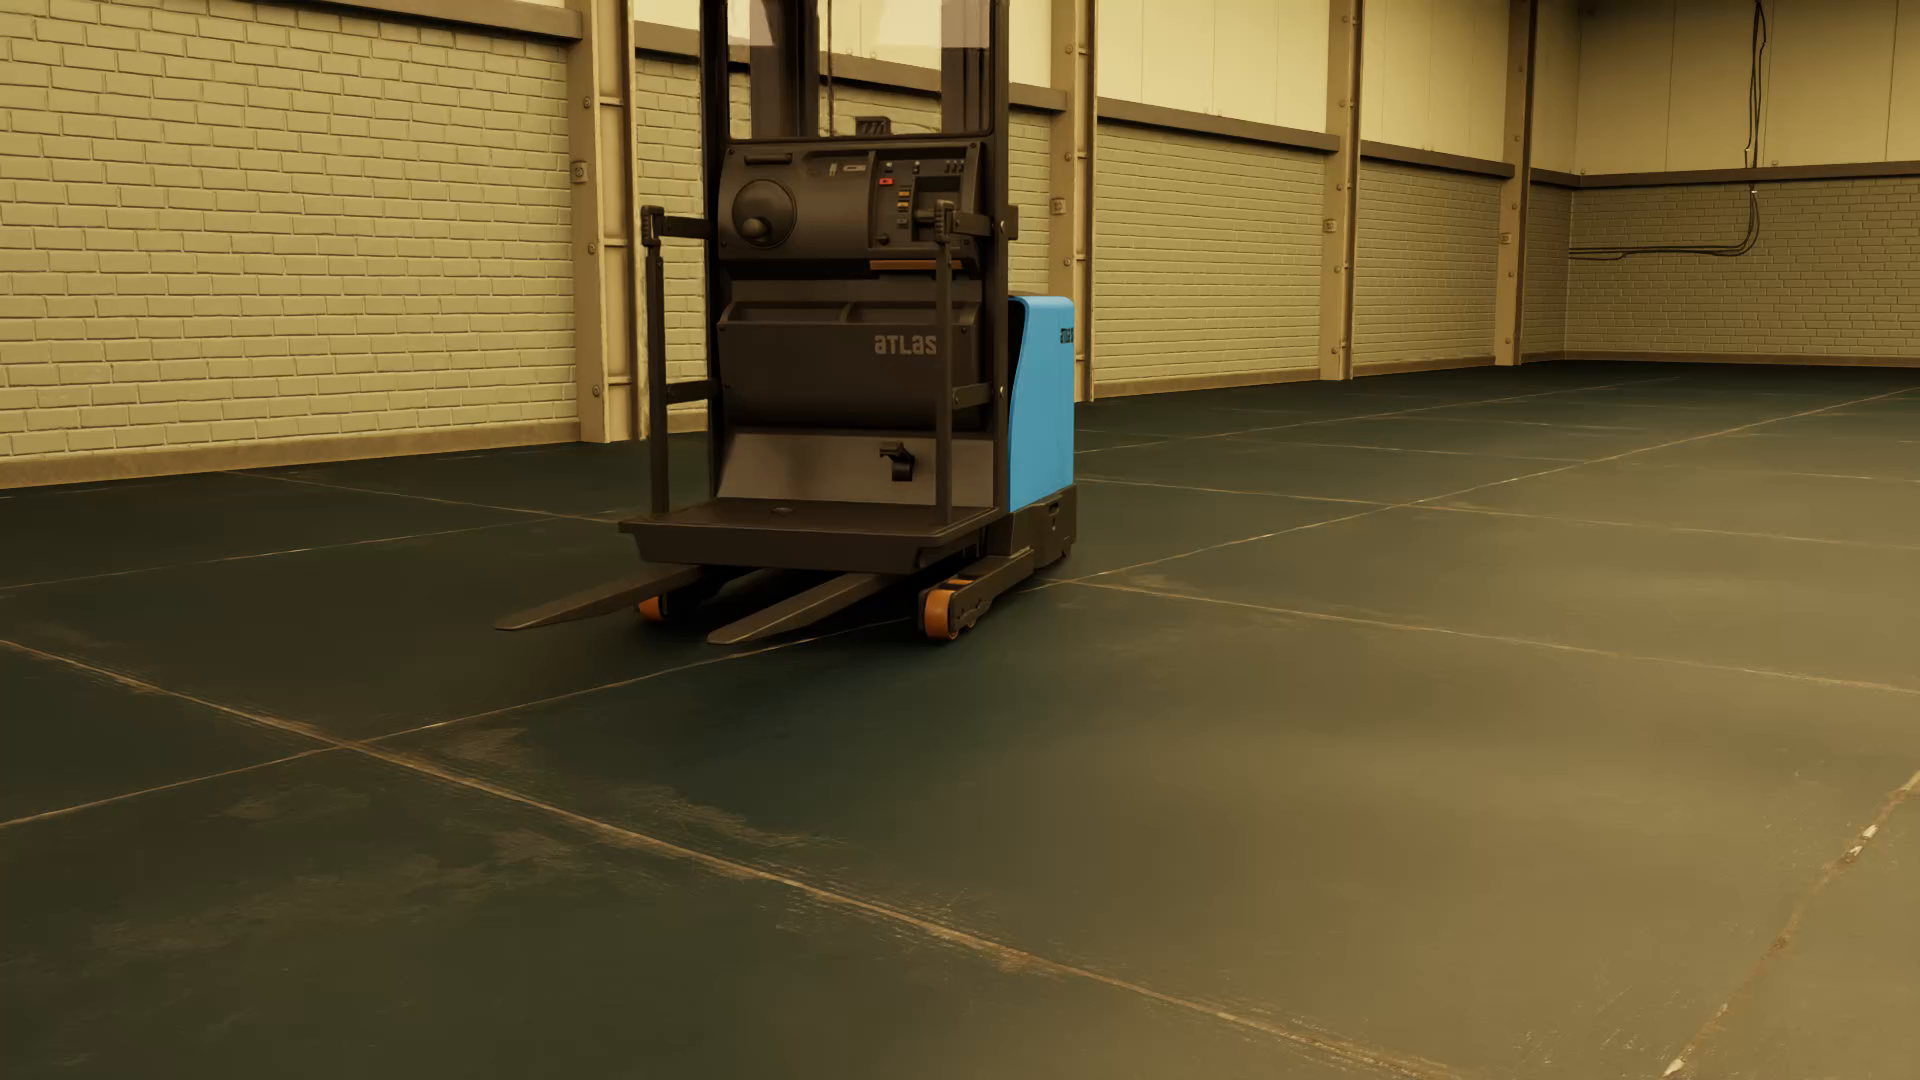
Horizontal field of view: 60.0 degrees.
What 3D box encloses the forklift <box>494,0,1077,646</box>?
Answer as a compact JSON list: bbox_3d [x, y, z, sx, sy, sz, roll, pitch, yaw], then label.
[{"bbox_3d":[-0.444,-1.198,5.466,1.130,2.935,3.031,3,9,17],"label":"forklift"}]
